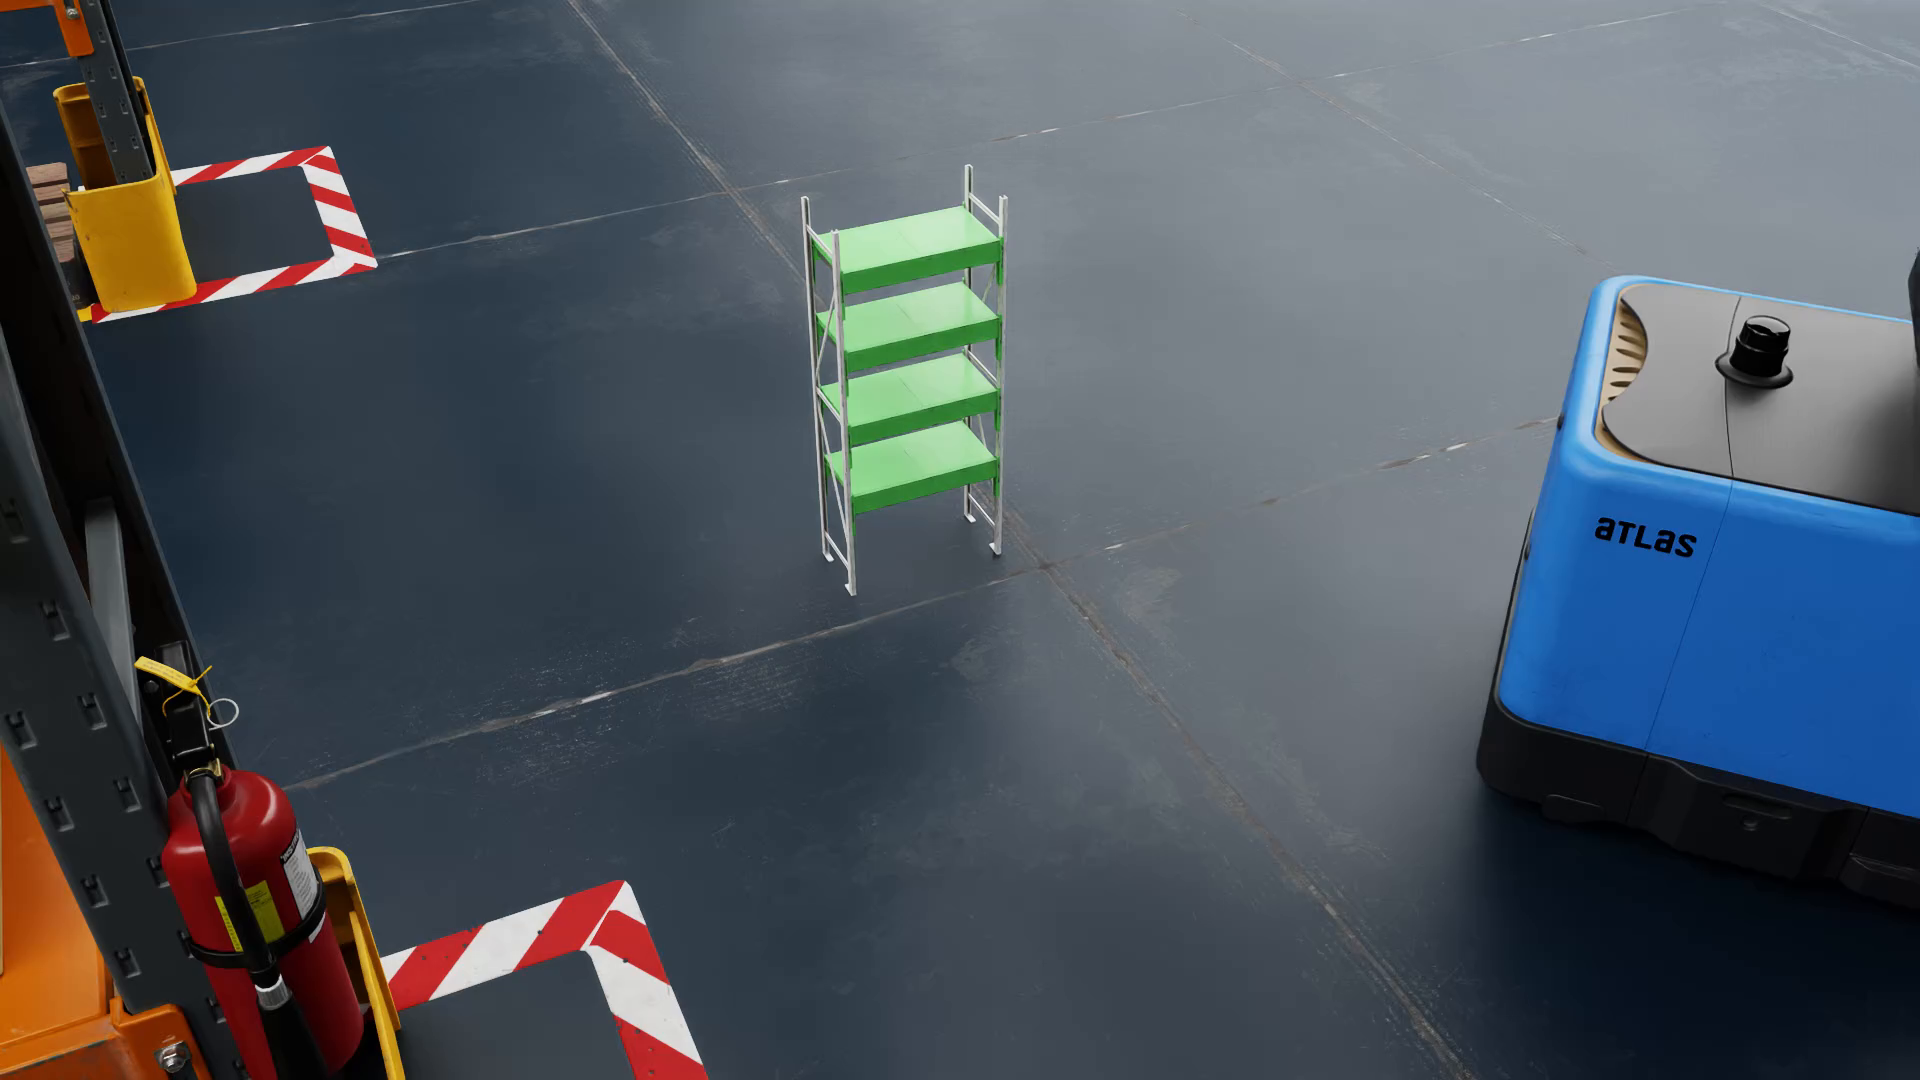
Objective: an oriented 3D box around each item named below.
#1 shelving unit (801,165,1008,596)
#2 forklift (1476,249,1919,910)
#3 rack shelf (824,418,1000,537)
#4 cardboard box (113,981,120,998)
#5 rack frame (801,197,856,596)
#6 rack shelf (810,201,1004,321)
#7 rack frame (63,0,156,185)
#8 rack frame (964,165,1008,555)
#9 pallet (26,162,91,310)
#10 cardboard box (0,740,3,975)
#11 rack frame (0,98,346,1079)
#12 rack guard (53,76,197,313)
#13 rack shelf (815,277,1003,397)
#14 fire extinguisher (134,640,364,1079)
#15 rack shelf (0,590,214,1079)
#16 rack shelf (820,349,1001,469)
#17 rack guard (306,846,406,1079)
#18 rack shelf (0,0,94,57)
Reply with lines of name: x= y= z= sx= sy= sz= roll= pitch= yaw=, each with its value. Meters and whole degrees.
shelving unit: x=-0.150 y=-0.440 z=4.836 sx=0.503 sy=1.200 sz=0.258 roll=-16 pitch=39 yaw=-20
forklift: x=2.914 y=-0.444 z=3.388 sx=3.031 sy=2.935 sz=1.130 roll=13 pitch=39 yaw=17
rack shelf: x=-0.150 y=-0.196 z=5.017 sx=0.480 sy=0.148 sz=0.258 roll=-16 pitch=39 yaw=-20
cardboard box: x=-1.827 y=1.151 z=3.135 sx=0.500 sy=0.250 sz=0.500 roll=-16 pitch=39 yaw=-20
rack frame: x=-0.371 y=-0.378 z=4.753 sx=0.015 sy=1.200 sz=0.240 roll=-16 pitch=39 yaw=-20
rack shelf: x=-0.150 y=-0.774 z=4.588 sx=0.480 sy=0.148 sz=0.258 roll=-16 pitch=39 yaw=-20
rack frame: x=-3.348 y=-2.472 z=6.065 sx=0.127 sy=3.000 sz=1.000 roll=-16 pitch=39 yaw=-20
rack frame: x=0.071 y=-0.502 z=4.919 sx=0.015 sy=1.200 sz=0.240 roll=-16 pitch=39 yaw=-20
pallet: x=-4.134 y=-1.105 z=6.563 sx=1.213 sy=0.211 sz=1.003 roll=-16 pitch=39 yaw=-20
cardboard box: x=-1.675 y=0.271 z=2.283 sx=0.500 sy=0.500 sz=0.700 roll=-16 pitch=39 yaw=-20
rack frame: x=-1.247 y=0.200 z=2.463 sx=0.127 sy=3.000 sz=1.000 roll=-16 pitch=39 yaw=-20
rack guard: x=-3.397 y=-1.424 z=6.750 sx=0.348 sy=0.500 sz=1.175 roll=-16 pitch=39 yaw=-20
rack shelf: x=-0.150 y=-0.581 z=4.731 sx=0.480 sy=0.148 sz=0.258 roll=-16 pitch=39 yaw=-20
fire extinguisher: x=-0.942 y=0.452 z=2.188 sx=0.183 sy=0.674 sz=0.296 roll=-16 pitch=39 yaw=-20
rack shelf: x=-3.057 y=0.995 z=1.994 sx=4.000 sy=0.370 sz=1.077 roll=-16 pitch=39 yaw=-20
rack shelf: x=-0.150 y=-0.389 z=4.874 sx=0.480 sy=0.148 sz=0.258 roll=-16 pitch=39 yaw=-20
rack guard: x=-1.225 y=1.198 z=3.216 sx=0.348 sy=0.500 sz=1.175 roll=-16 pitch=39 yaw=-20
rack shelf: x=-5.158 y=-1.677 z=5.597 sx=4.000 sy=0.370 sz=1.077 roll=-16 pitch=39 yaw=-20
